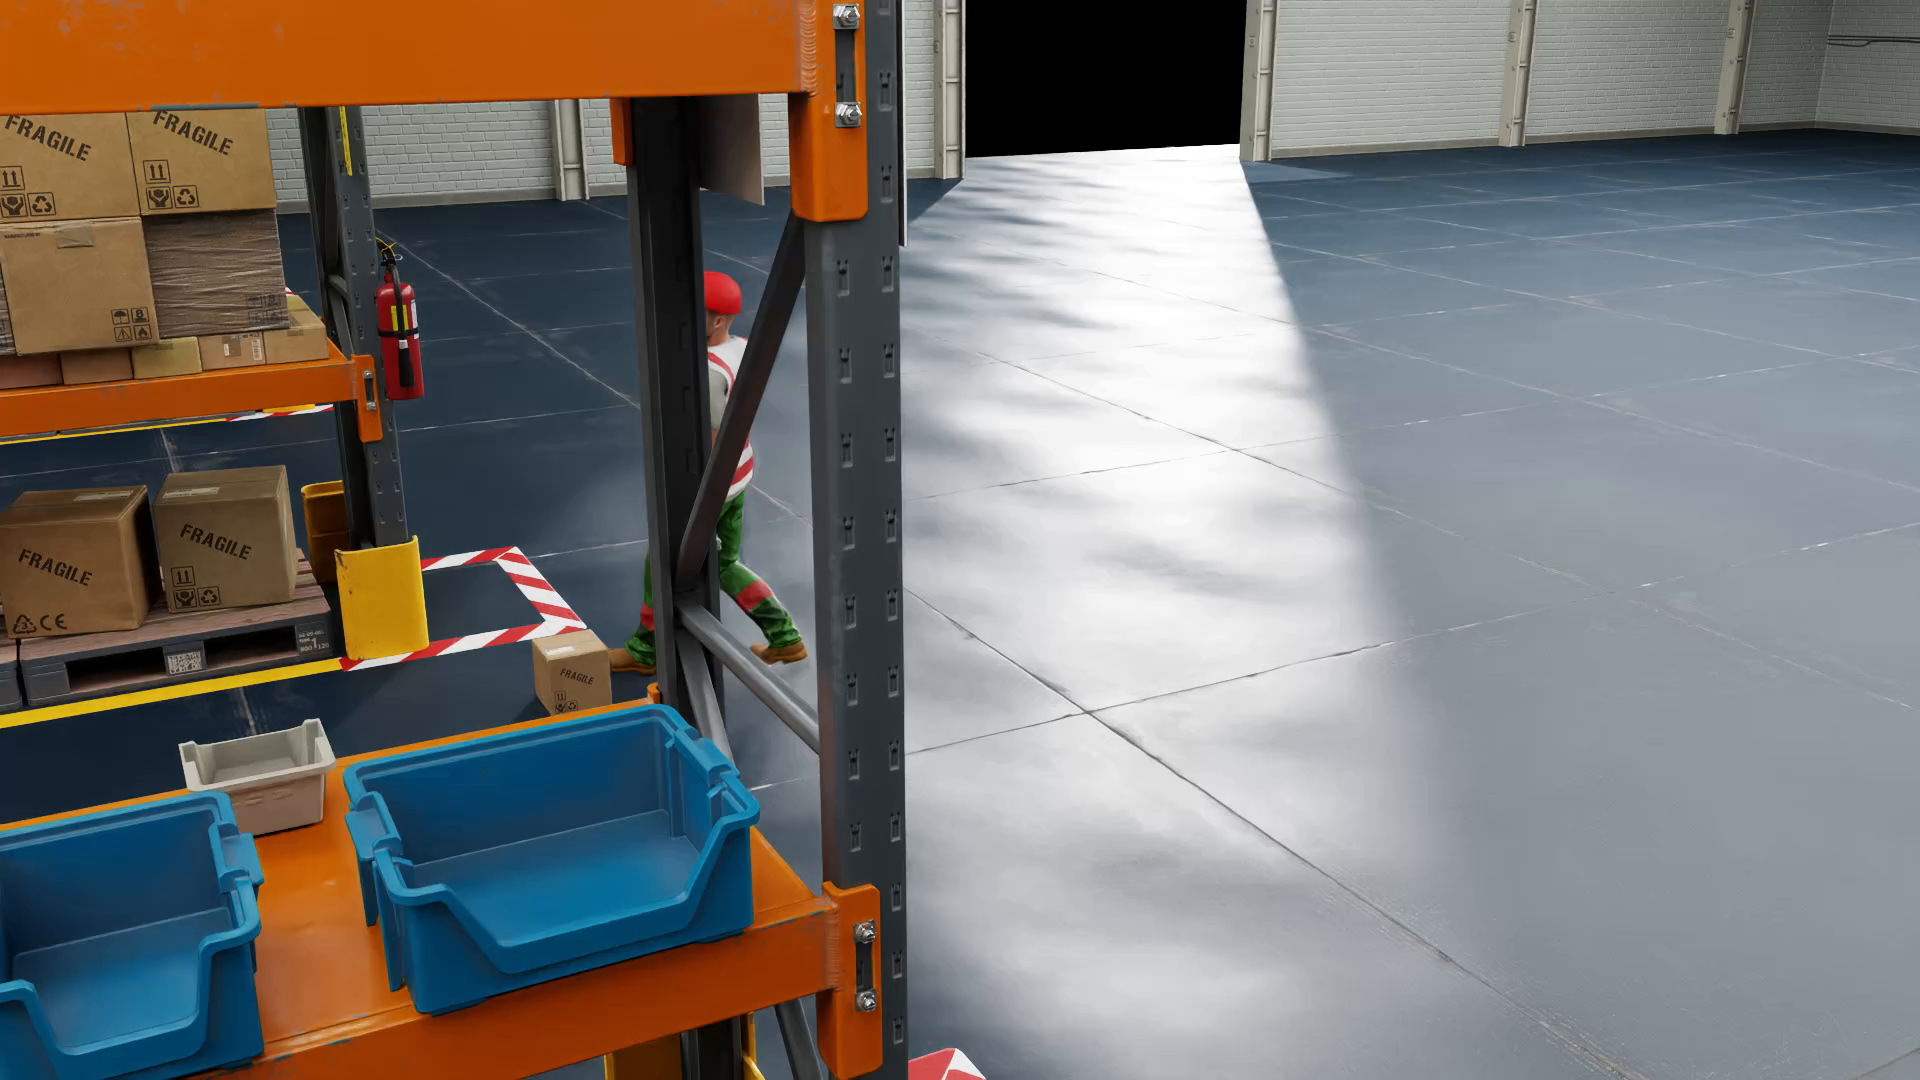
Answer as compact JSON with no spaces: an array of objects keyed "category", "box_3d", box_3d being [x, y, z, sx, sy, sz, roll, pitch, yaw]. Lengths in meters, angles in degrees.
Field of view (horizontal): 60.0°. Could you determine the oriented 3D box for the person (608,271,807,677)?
[{"category":"person","box_3d":[-1.102,-0.245,6.808,0.959,1.743,0.622,5,19,15]}]
